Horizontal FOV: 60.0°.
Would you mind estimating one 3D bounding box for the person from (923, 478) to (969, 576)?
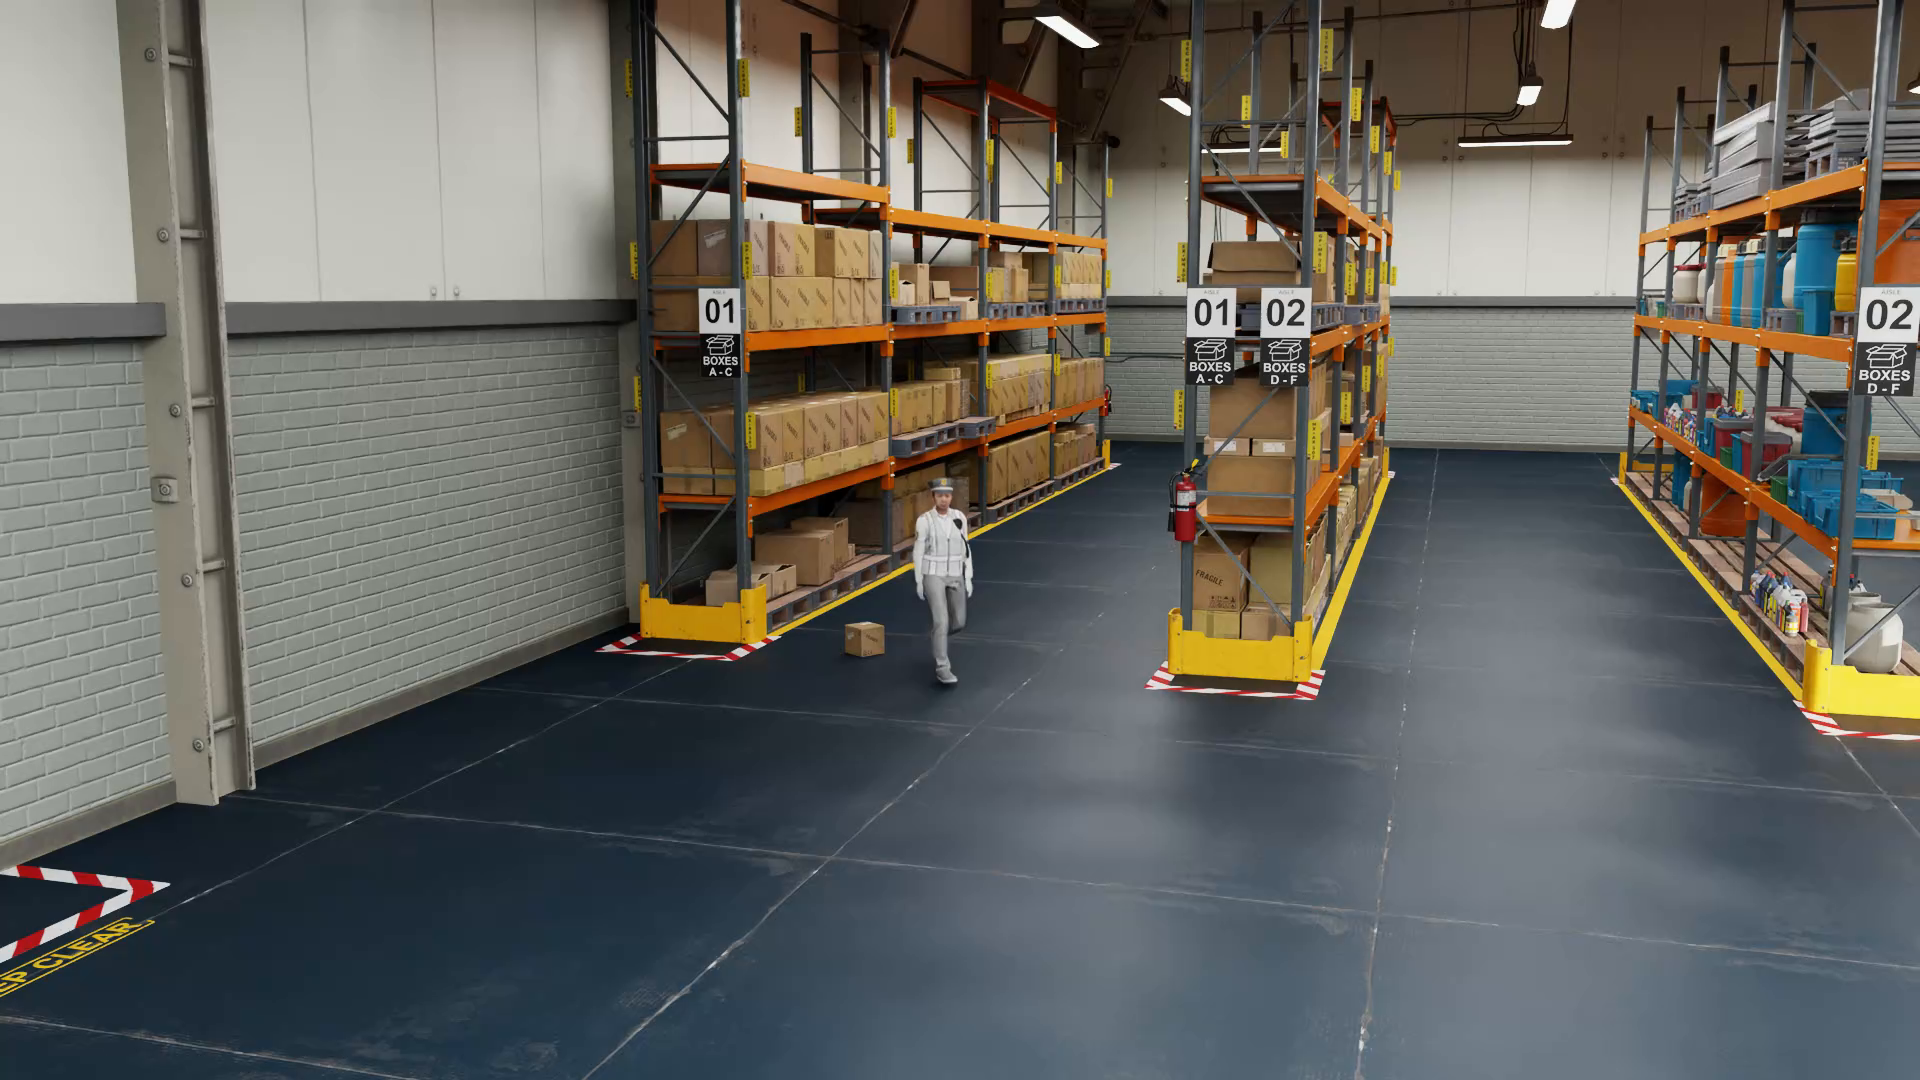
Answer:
[{"bbox_3d":[-0.124,-0.105,13.542,0.367,0.828,0.329,-3,9,-22],"label":"person"}]
